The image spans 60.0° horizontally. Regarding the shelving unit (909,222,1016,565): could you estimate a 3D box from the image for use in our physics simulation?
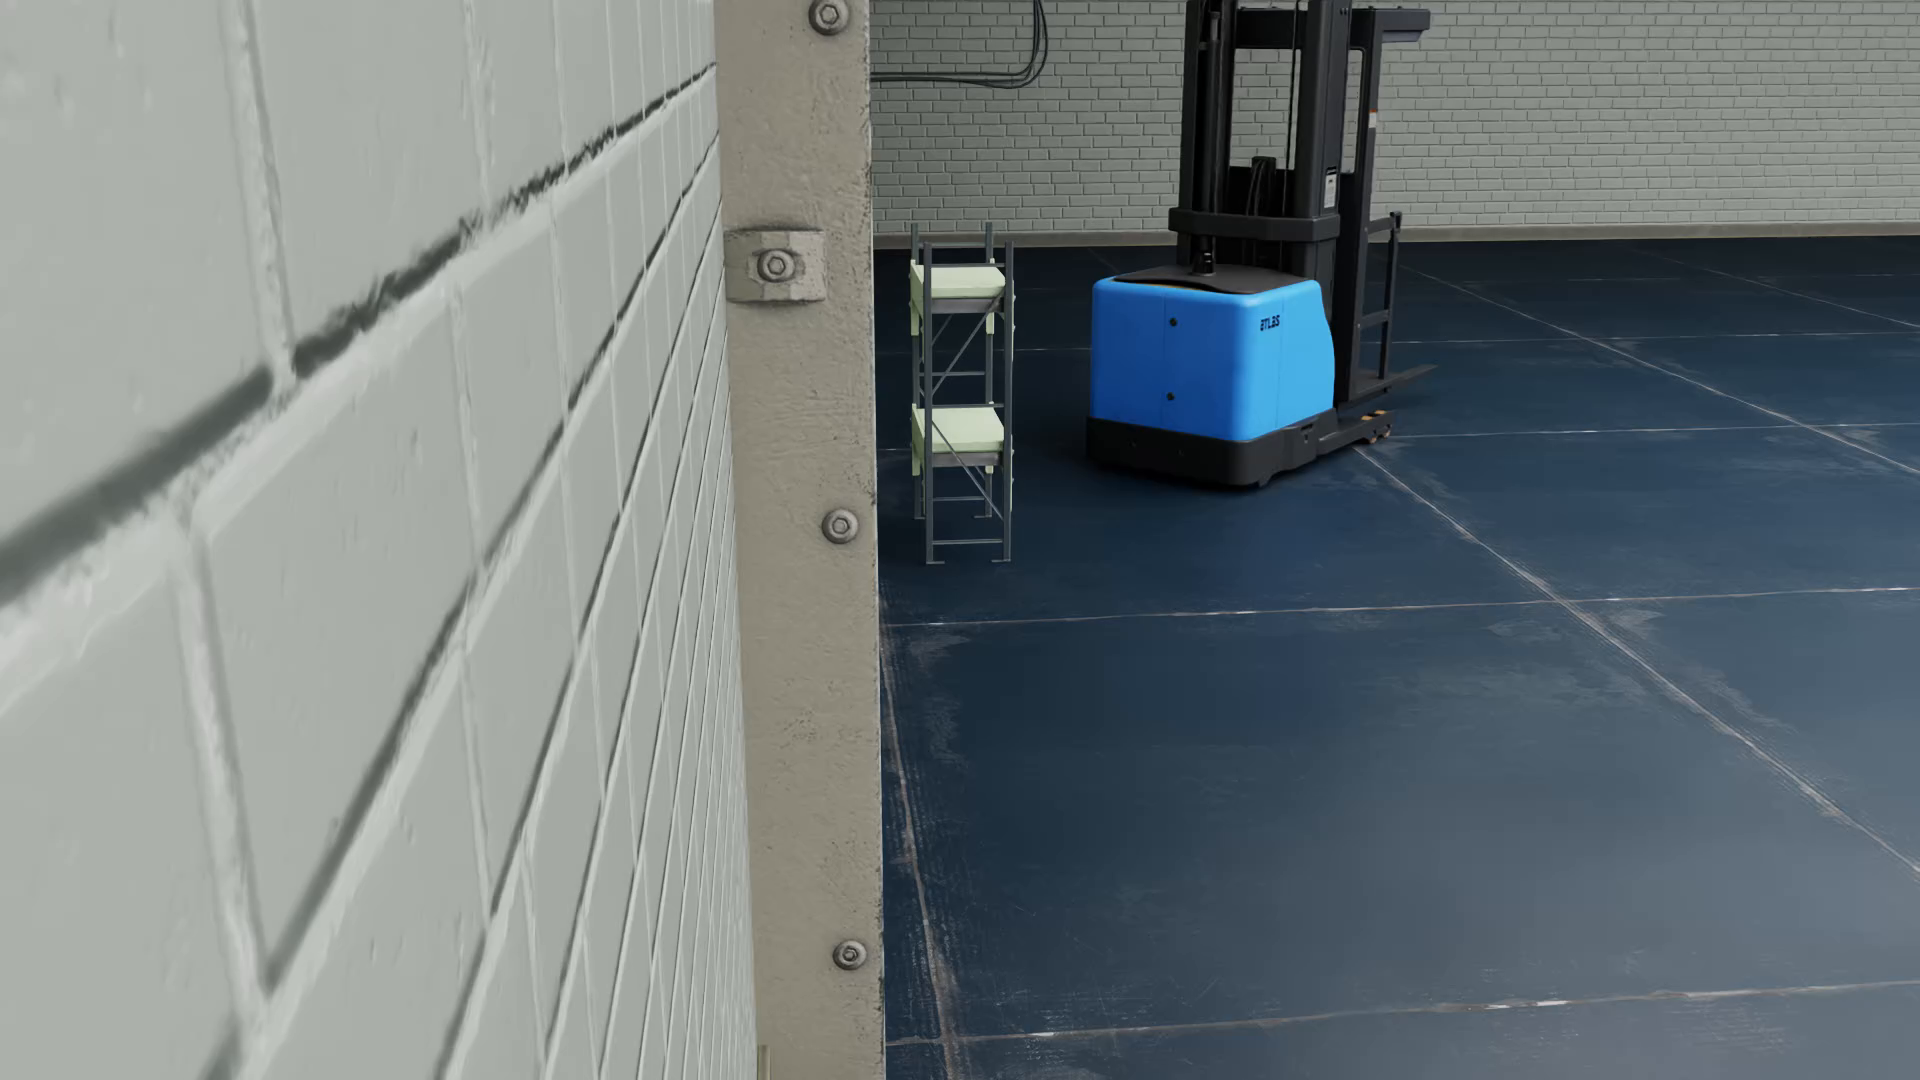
[{"bbox_3d":[-0.001,-0.718,7.959,0.431,1.500,0.755,-2,18,-6],"label":"shelving unit"}]

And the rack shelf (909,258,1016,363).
[{"bbox_3d":[-0.001,-1.090,7.842,0.431,0.370,0.720,-2,18,-6],"label":"rack shelf"}]

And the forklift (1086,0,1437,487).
[{"bbox_3d":[2.016,-2.062,9.851,1.130,2.935,3.031,13,22,36],"label":"forklift"}]

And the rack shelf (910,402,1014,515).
[{"bbox_3d":[-0.001,-0.407,8.056,0.431,0.370,0.720,-2,18,-6],"label":"rack shelf"}]

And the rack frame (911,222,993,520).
[{"bbox_3d":[-0.038,-0.827,8.306,0.400,1.500,0.023,-2,18,-6],"label":"rack frame"}]

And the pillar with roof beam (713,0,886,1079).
[{"bbox_3d":[3.931,-3.160,3.220,9.100,9.000,0.400,-2,18,-6],"label":"pillar with roof beam"}]

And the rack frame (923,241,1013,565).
[{"bbox_3d":[0.037,-0.609,7.611,0.400,1.500,0.023,-2,18,-6],"label":"rack frame"}]

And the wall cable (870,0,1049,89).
[{"bbox_3d":[-0.577,-6.040,17.575,3.097,2.526,0.112,-2,18,-6],"label":"wall cable"}]
